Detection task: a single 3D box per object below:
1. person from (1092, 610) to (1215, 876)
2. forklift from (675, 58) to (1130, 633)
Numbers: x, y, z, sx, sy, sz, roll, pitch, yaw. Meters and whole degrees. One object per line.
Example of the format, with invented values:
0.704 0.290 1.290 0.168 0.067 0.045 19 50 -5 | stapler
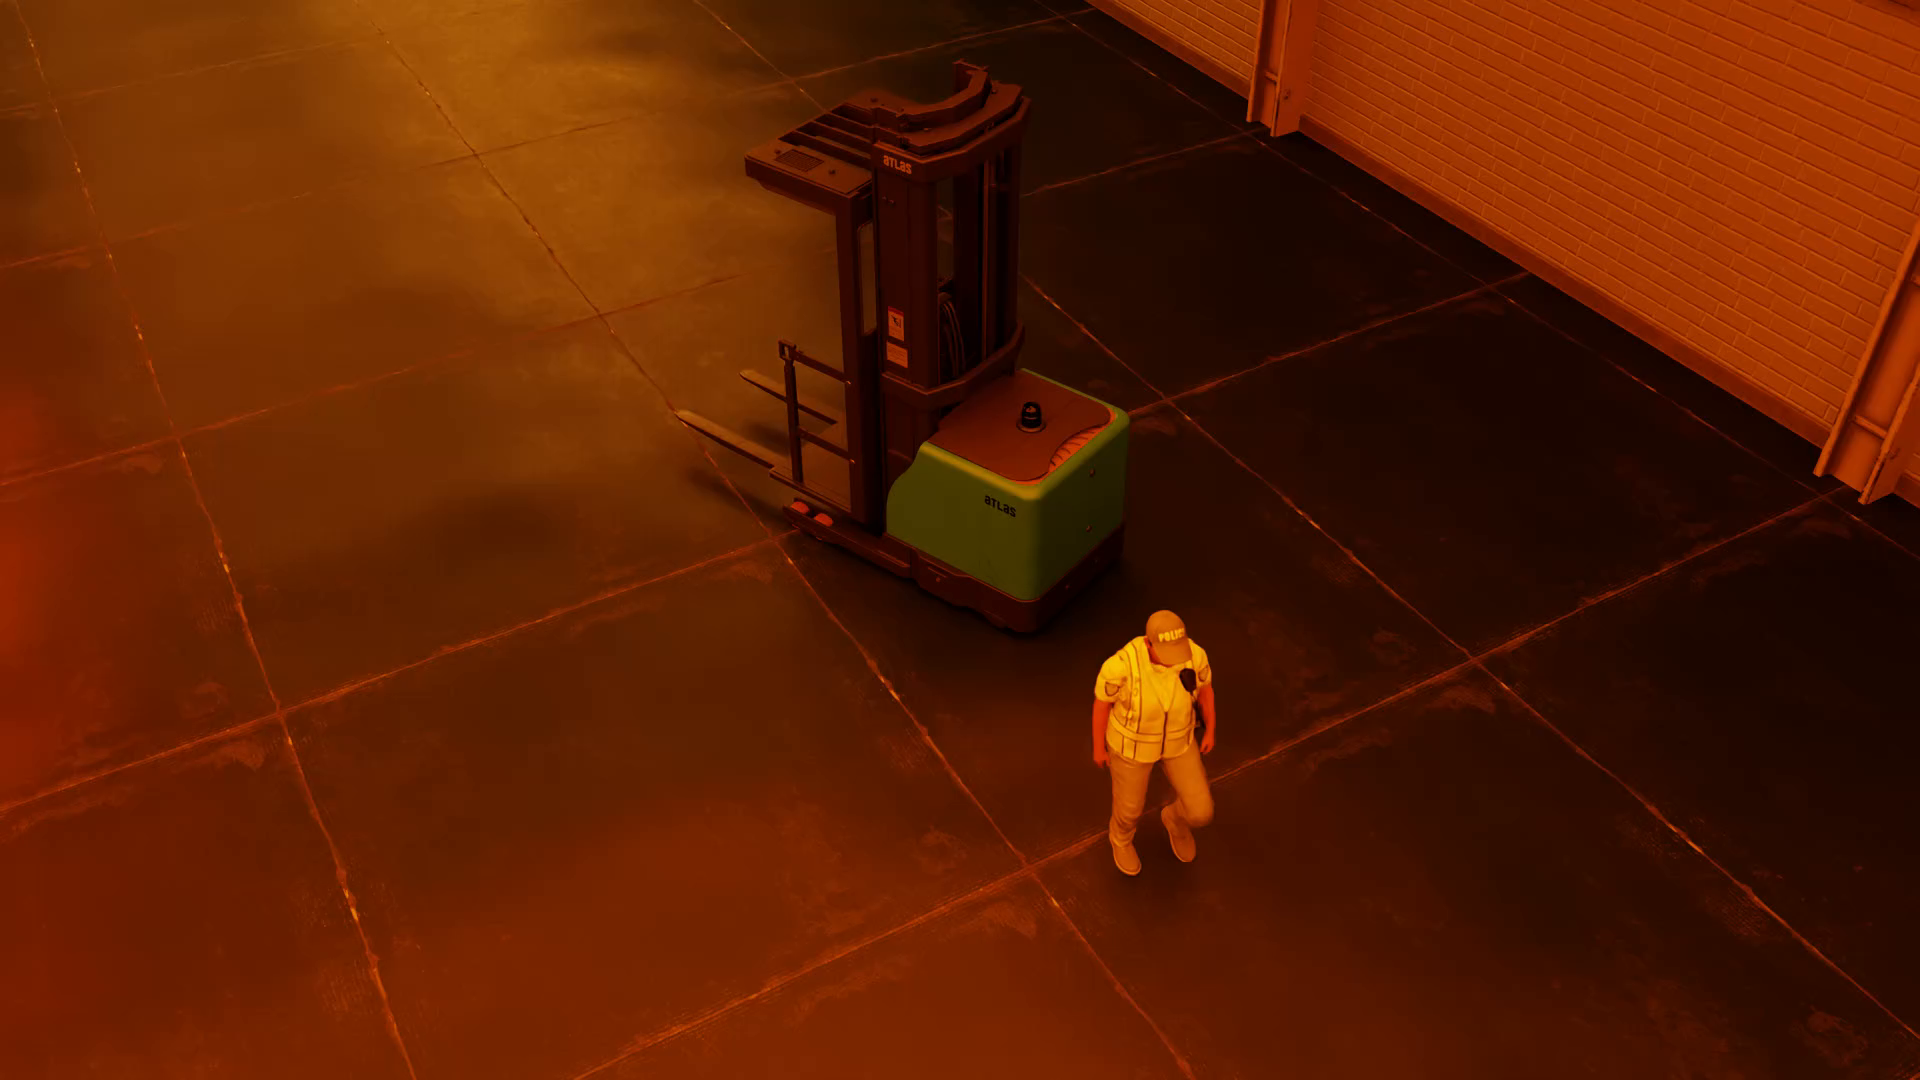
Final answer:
0.932 0.985 7.869 0.592 1.659 0.490 -9 40 -10 | person
-0.481 -1.366 9.683 3.031 2.935 1.130 26 46 28 | forklift
